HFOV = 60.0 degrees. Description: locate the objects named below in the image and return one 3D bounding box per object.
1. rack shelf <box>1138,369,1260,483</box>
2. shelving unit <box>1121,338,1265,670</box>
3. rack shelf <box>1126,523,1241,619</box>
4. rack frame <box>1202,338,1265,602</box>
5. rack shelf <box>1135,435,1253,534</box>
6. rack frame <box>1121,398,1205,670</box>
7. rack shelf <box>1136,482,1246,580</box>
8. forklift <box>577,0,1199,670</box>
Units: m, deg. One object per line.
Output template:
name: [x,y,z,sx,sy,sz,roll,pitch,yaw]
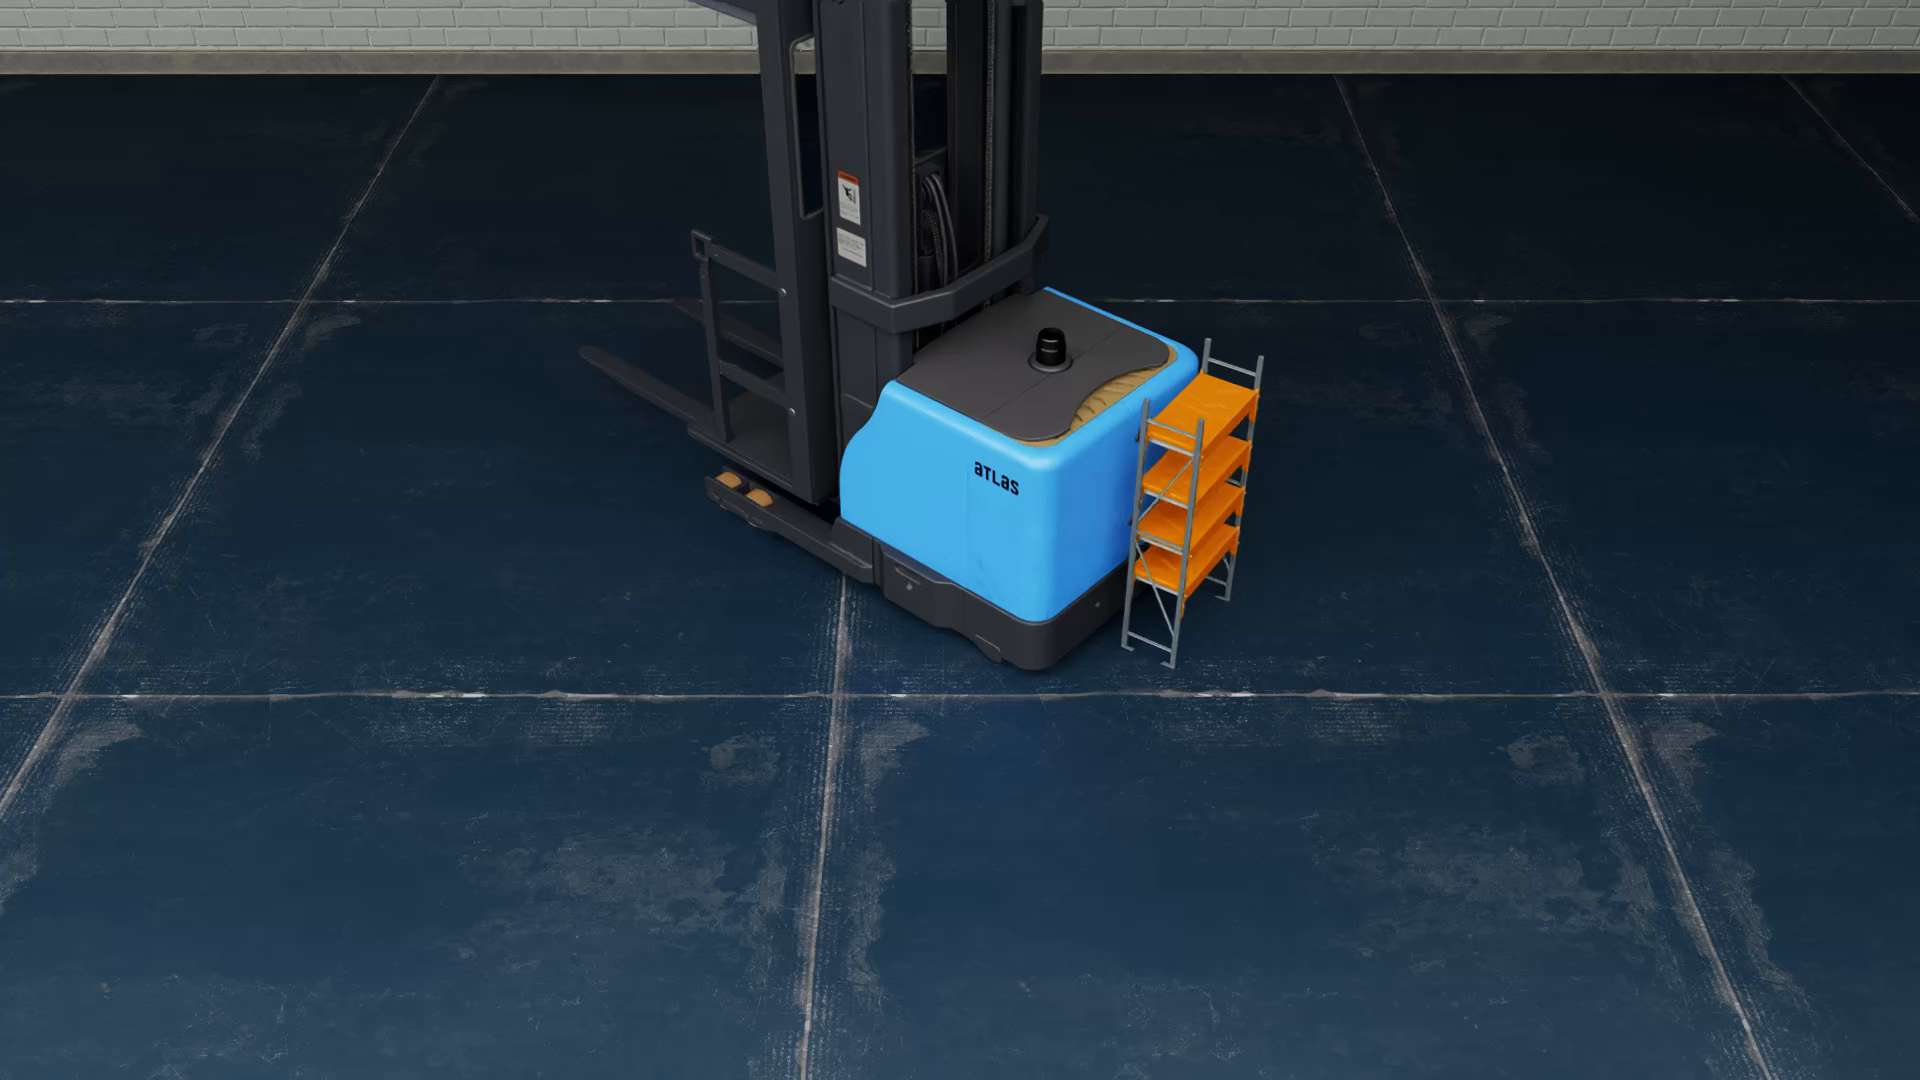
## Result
rack shelf: [0.893,-0.431,6.198,0.258,0.148,0.480,23,44,25]
shelving unit: [0.891,-0.125,6.445,0.258,1.200,0.503,23,44,25]
rack shelf: [0.890,0.082,6.612,0.258,0.148,0.480,23,44,25]
rack frame: [1.026,-0.252,6.604,0.240,1.200,0.015,23,44,25]
rack shelf: [0.892,-0.247,6.347,0.258,0.148,0.480,23,44,25]
rack frame: [0.757,0.003,6.286,0.240,1.200,0.015,23,44,25]
rack shelf: [0.891,-0.073,6.487,0.258,0.148,0.480,23,44,25]
forklift: [-0.495,-1.421,6.679,3.031,2.935,1.130,29,47,31]
